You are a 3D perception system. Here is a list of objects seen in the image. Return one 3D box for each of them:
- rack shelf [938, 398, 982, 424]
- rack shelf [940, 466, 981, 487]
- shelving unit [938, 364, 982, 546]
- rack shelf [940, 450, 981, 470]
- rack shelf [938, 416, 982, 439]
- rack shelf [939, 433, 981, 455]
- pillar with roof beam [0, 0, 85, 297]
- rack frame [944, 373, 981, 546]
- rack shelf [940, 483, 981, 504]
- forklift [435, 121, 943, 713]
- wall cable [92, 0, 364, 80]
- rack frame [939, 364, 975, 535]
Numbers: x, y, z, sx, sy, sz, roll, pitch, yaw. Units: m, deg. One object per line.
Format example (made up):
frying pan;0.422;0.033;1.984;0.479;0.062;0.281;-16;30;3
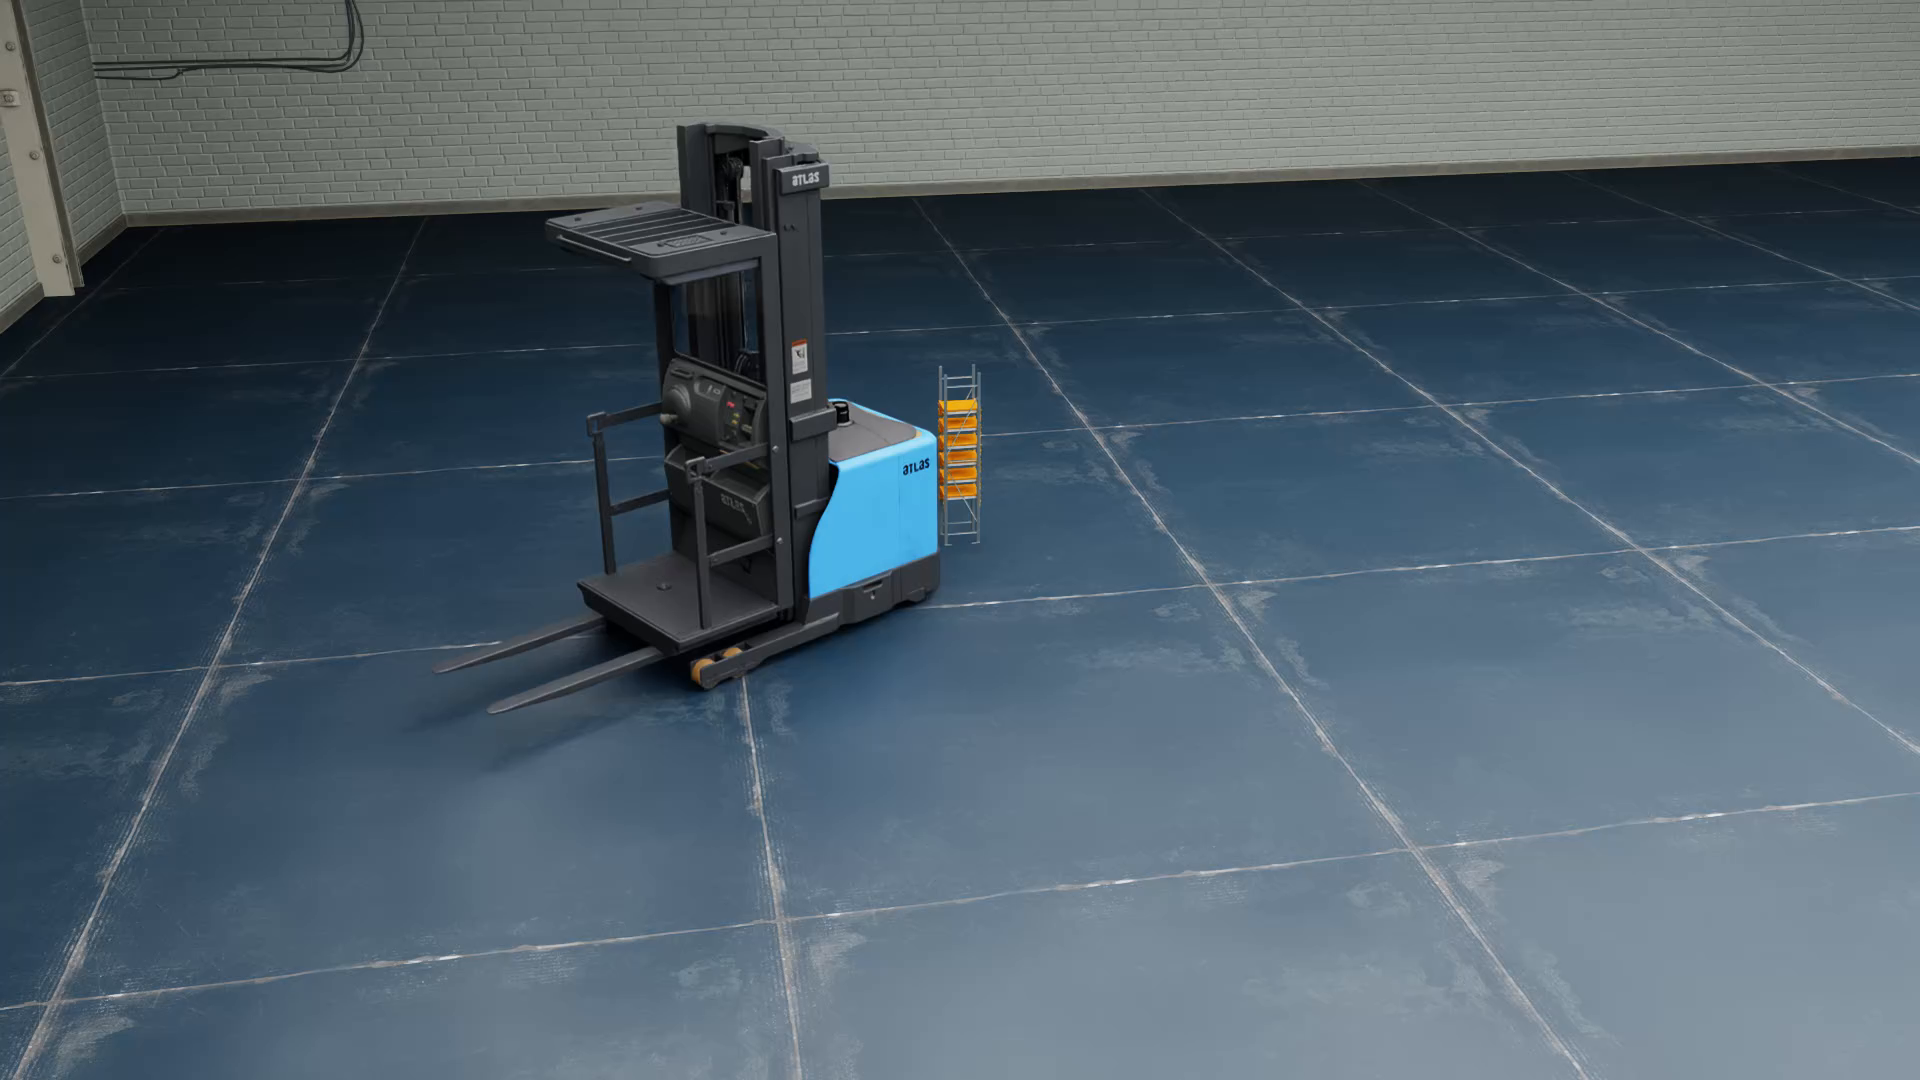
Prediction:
rack shelf;-0.003;-0.845;10.897;0.258;0.103;0.180;-4;24;-10
rack shelf;-0.003;-0.405;11.089;0.258;0.103;0.180;-4;24;-10
shelving unit;-0.003;-0.556;11.023;0.258;1.200;0.189;-4;24;-10
rack shelf;-0.003;-0.515;11.041;0.258;0.103;0.180;-4;24;-10
rack shelf;-0.003;-0.735;10.945;0.258;0.103;0.180;-4;24;-10
rack shelf;-0.003;-0.625;10.993;0.258;0.103;0.180;-4;24;-10
pillar with roof beam;-5.002;-7.005;16.045;9.100;9.000;0.400;-4;24;-10
rack frame;0.014;-0.520;10.940;0.240;1.200;0.006;-4;24;-10
rack shelf;-0.003;-0.295;11.137;0.258;0.103;0.180;-4;24;-10
forklift;-1.532;-0.750;9.306;3.031;2.935;1.130;-20;31;-38
wall cable;-8.478;-6.520;18.814;3.097;2.526;0.112;-4;24;-10
rack frame;-0.020;-0.592;11.105;0.240;1.200;0.006;-4;24;-10
